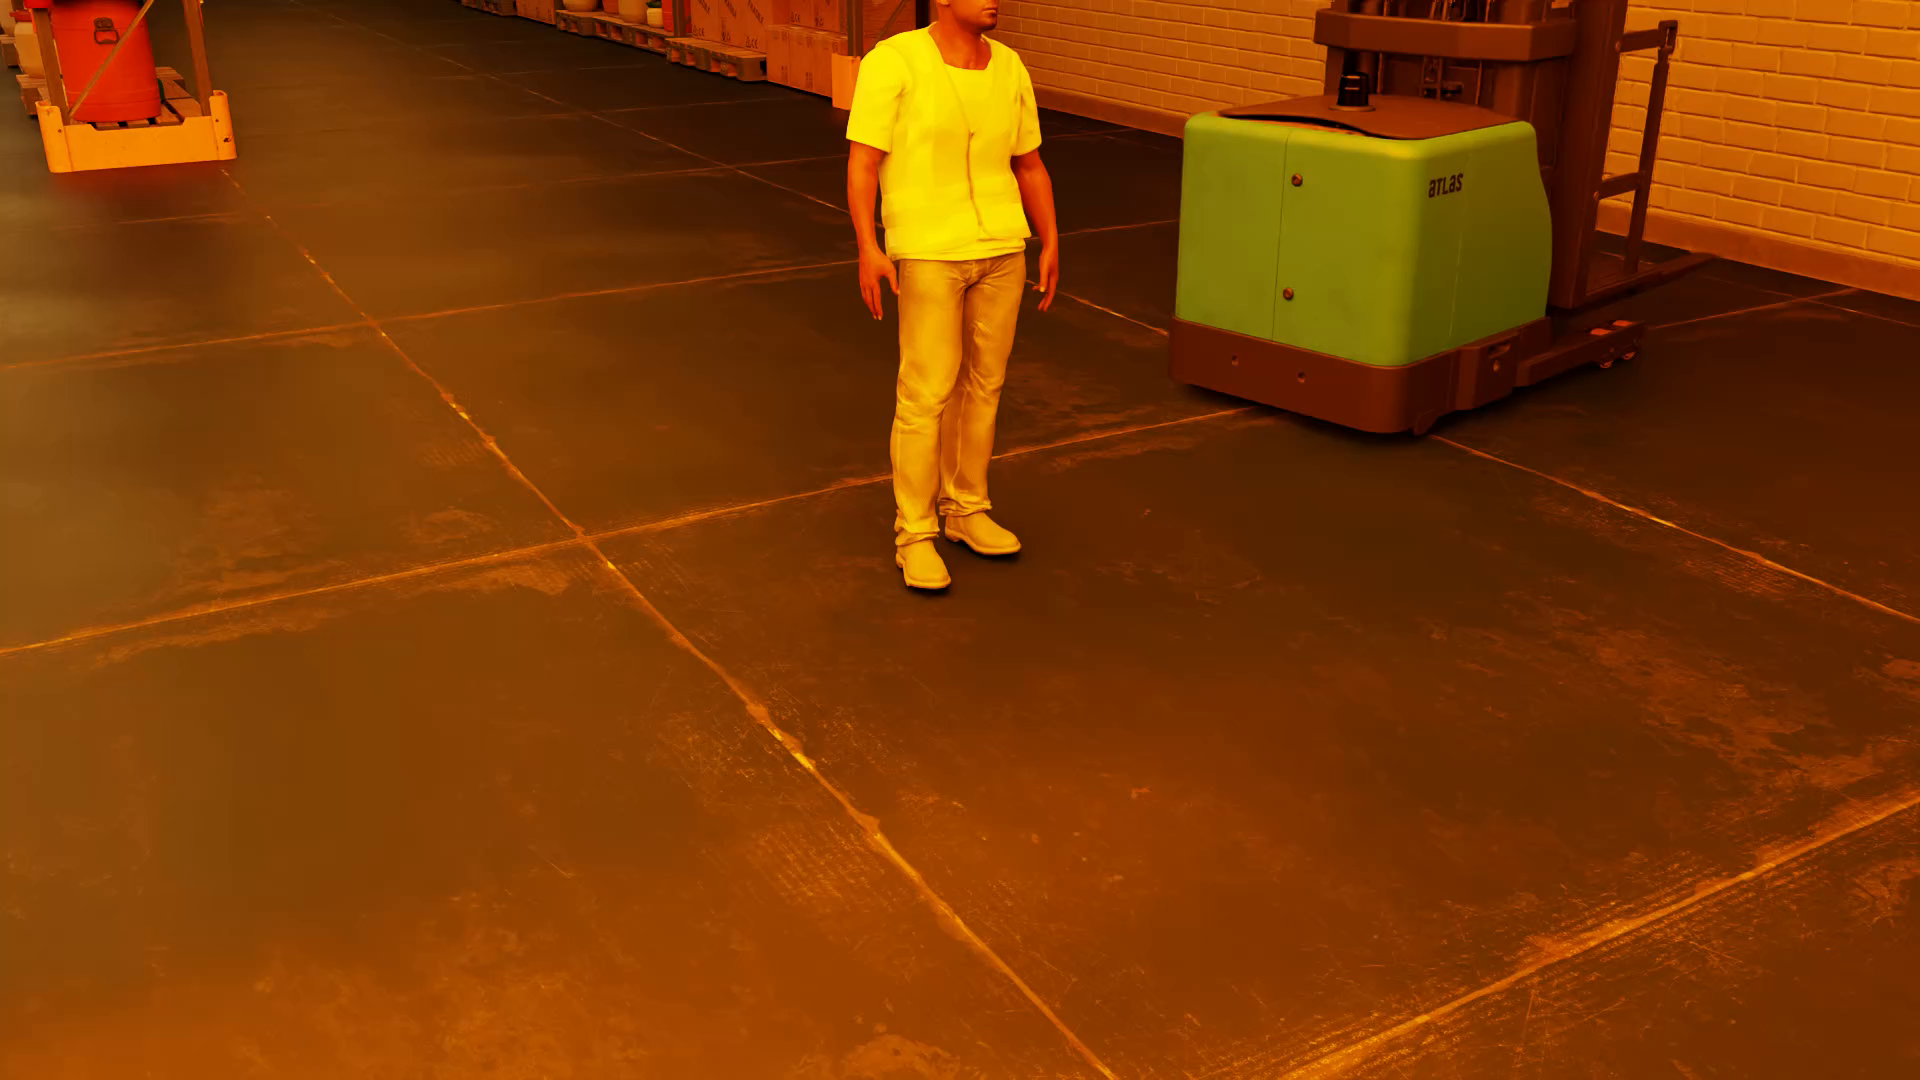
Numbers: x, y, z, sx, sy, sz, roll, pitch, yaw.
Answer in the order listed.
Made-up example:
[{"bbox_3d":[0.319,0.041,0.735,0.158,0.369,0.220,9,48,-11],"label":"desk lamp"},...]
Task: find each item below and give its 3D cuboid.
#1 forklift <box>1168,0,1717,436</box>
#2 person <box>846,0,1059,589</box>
[{"bbox_3d":[2.232,-2.187,6.604,3.031,2.935,1.130,-20,29,-40],"label":"forklift"},{"bbox_3d":[0.030,-0.800,4.738,0.666,1.765,0.577,-12,25,-28],"label":"person"}]
